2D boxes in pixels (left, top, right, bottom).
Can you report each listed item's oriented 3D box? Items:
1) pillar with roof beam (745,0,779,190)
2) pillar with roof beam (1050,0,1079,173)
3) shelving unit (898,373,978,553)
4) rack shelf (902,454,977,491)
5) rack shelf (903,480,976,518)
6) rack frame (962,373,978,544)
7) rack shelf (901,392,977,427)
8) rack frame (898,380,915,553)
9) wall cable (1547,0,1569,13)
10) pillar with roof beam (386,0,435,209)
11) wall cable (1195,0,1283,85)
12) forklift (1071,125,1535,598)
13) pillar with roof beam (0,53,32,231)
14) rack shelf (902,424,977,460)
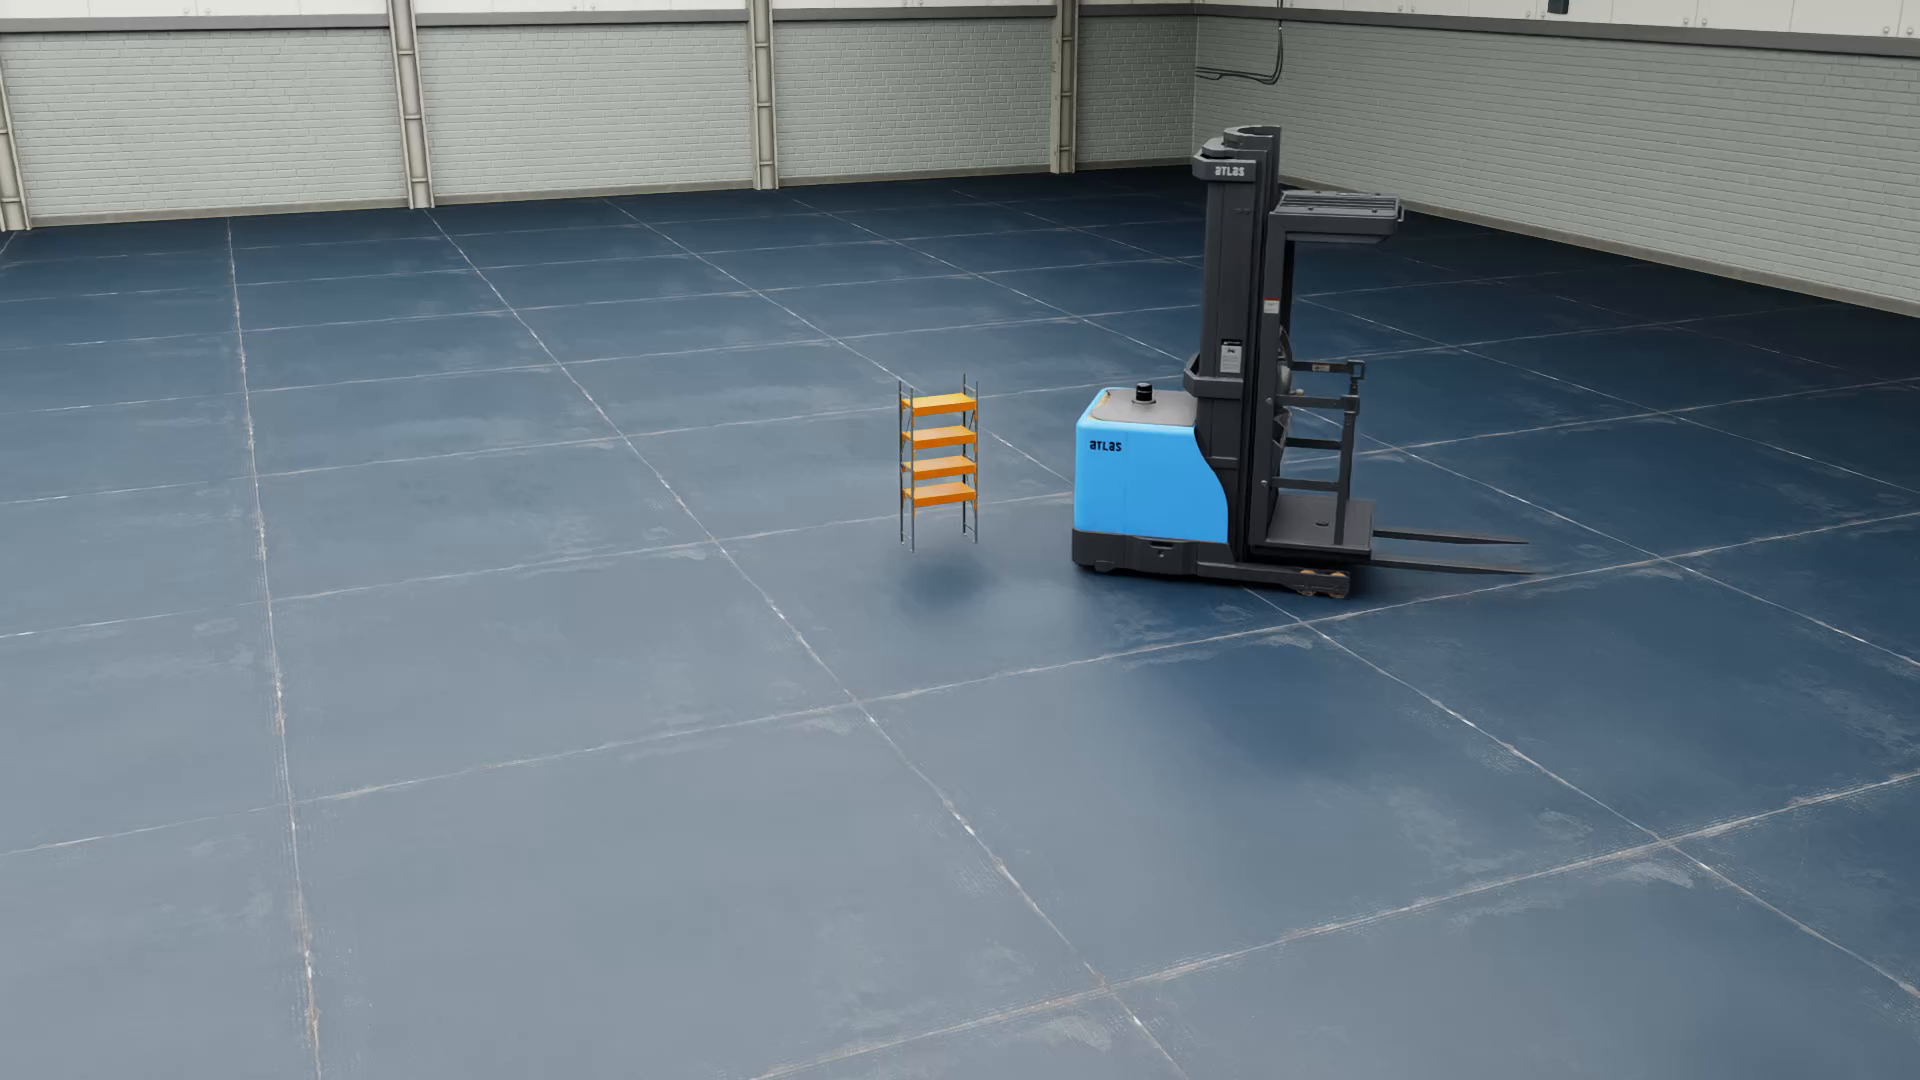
[{"bbox_3d":[-1.813,-9.303,24.894,0.400,9.000,9.100,-8,21,-22],"label":"pillar with roof beam"},{"bbox_3d":[3.696,-10.092,27.136,0.400,9.000,9.100,-8,21,-22],"label":"pillar with roof beam"},{"bbox_3d":[-0.152,-0.544,11.761,0.503,1.200,0.258,-8,21,-22],"label":"shelving unit"},{"bbox_3d":[-0.152,-0.481,11.783,0.480,0.148,0.258,-8,21,-22],"label":"rack shelf"},{"bbox_3d":[-0.152,-0.293,11.849,0.480,0.148,0.258,-8,21,-22],"label":"rack shelf"},{"bbox_3d":[0.072,-0.576,11.852,0.015,1.200,0.240,-8,21,-22],"label":"rack frame"},{"bbox_3d":[-0.152,-0.915,11.630,0.480,0.148,0.258,-8,21,-22],"label":"rack shelf"},{"bbox_3d":[-0.376,-0.512,11.670,0.015,1.200,0.240,-8,21,-22],"label":"rack frame"},{"bbox_3d":[8.965,-10.097,22.027,0.169,6.003,2.305,-8,21,-22],"label":"wall cable"},{"bbox_3d":[-7.323,-8.514,22.653,0.400,9.000,9.100,-8,21,-22],"label":"pillar with roof beam"},{"bbox_3d":[5.219,-9.925,31.336,0.112,2.526,3.097,-8,21,-22],"label":"wall cable"},{"bbox_3d":[2.339,-1.195,11.004,3.031,2.935,1.130,5,20,14],"label":"forklift"},{"bbox_3d":[-12.832,-7.725,20.411,0.400,9.000,9.100,-8,21,-22],"label":"pillar with roof beam"},{"bbox_3d":[-0.152,-0.692,11.709,0.480,0.148,0.258,-8,21,-22],"label":"rack shelf"}]
